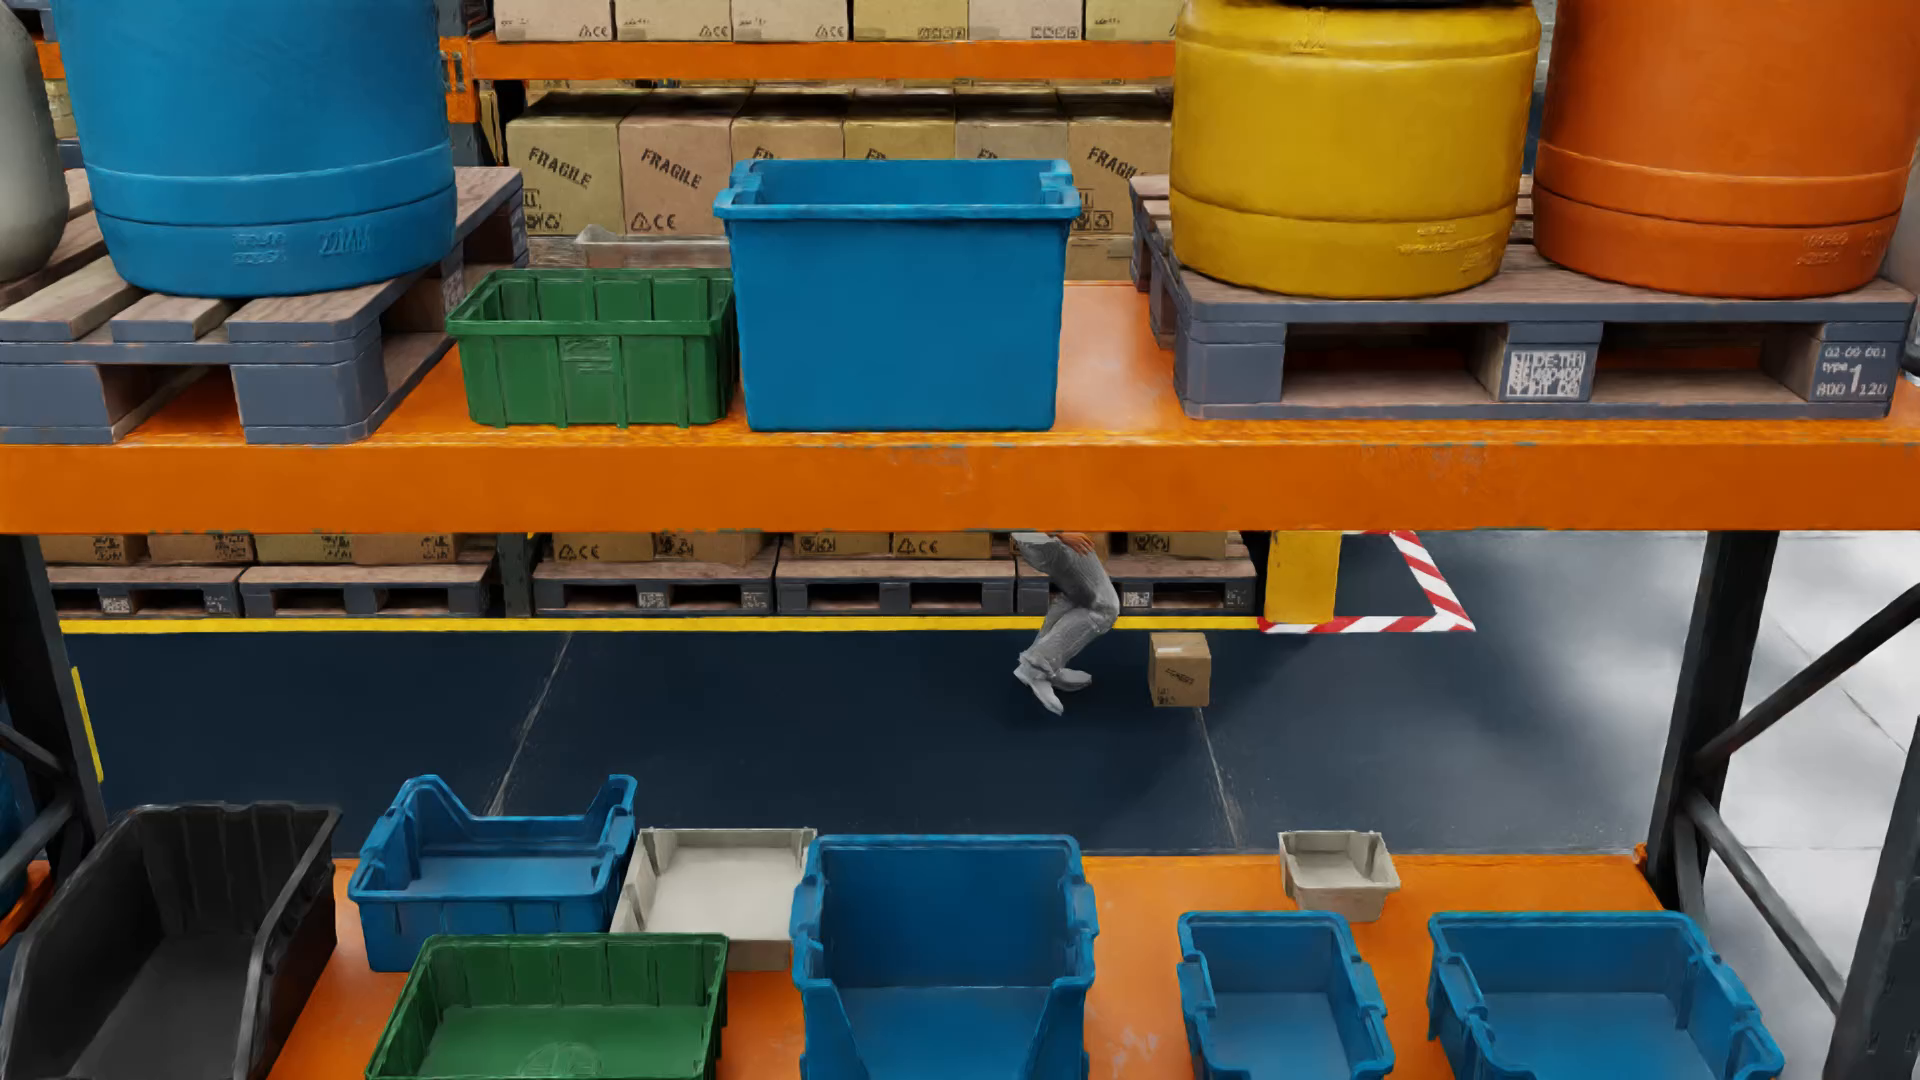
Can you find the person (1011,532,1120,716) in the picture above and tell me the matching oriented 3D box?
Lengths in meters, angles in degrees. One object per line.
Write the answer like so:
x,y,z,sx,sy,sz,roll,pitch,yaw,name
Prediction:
0.447,-0.084,7.288,0.503,1.738,0.716,-1,24,-2,person
